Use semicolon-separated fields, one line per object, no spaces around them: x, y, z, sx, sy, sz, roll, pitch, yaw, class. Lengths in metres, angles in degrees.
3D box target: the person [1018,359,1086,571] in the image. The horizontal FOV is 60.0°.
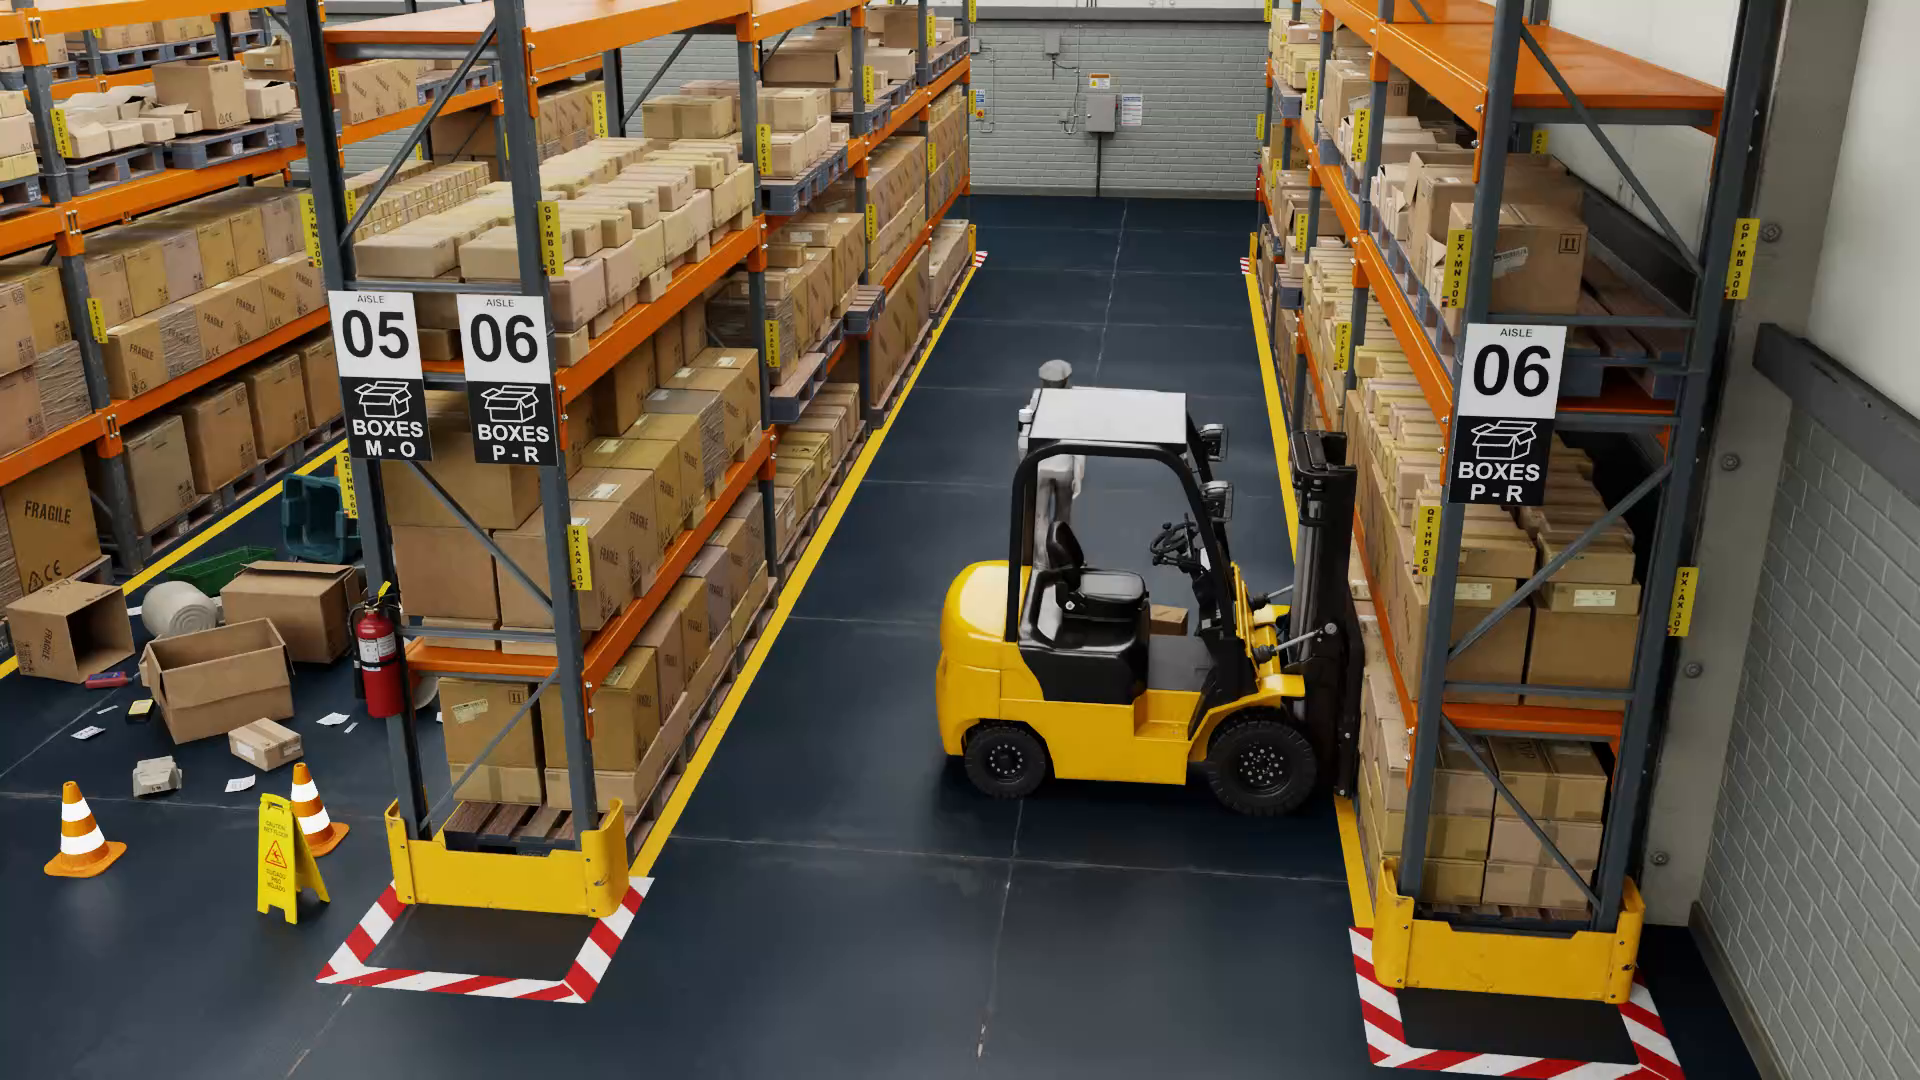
0.684;-0.539;12.429;0.507;1.628;1.015;1;21;2;person
